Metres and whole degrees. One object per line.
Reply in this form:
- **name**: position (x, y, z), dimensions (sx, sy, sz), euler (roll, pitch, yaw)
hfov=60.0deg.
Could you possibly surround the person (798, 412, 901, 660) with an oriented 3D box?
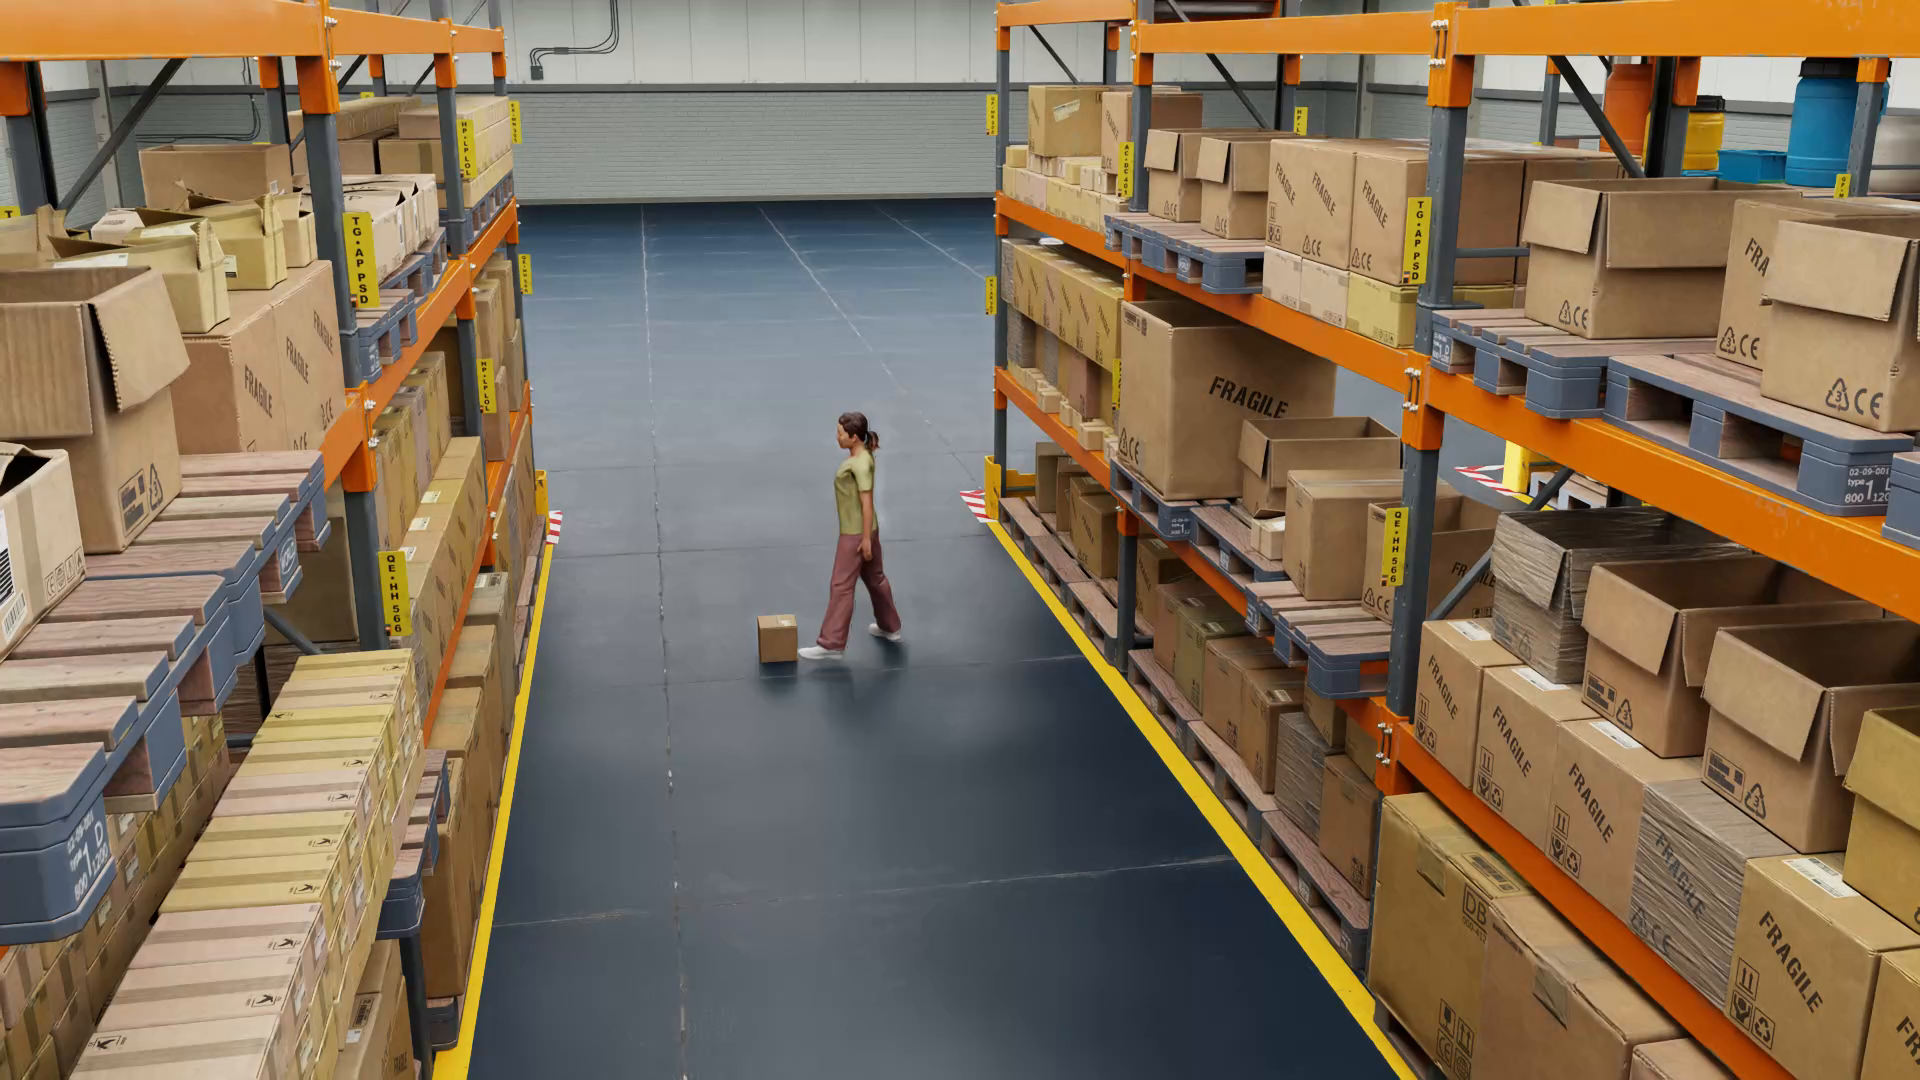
- **person**: position (-0.744, -0.056, 11.209), dimensions (0.669, 1.654, 0.683), euler (0, 16, 1)
